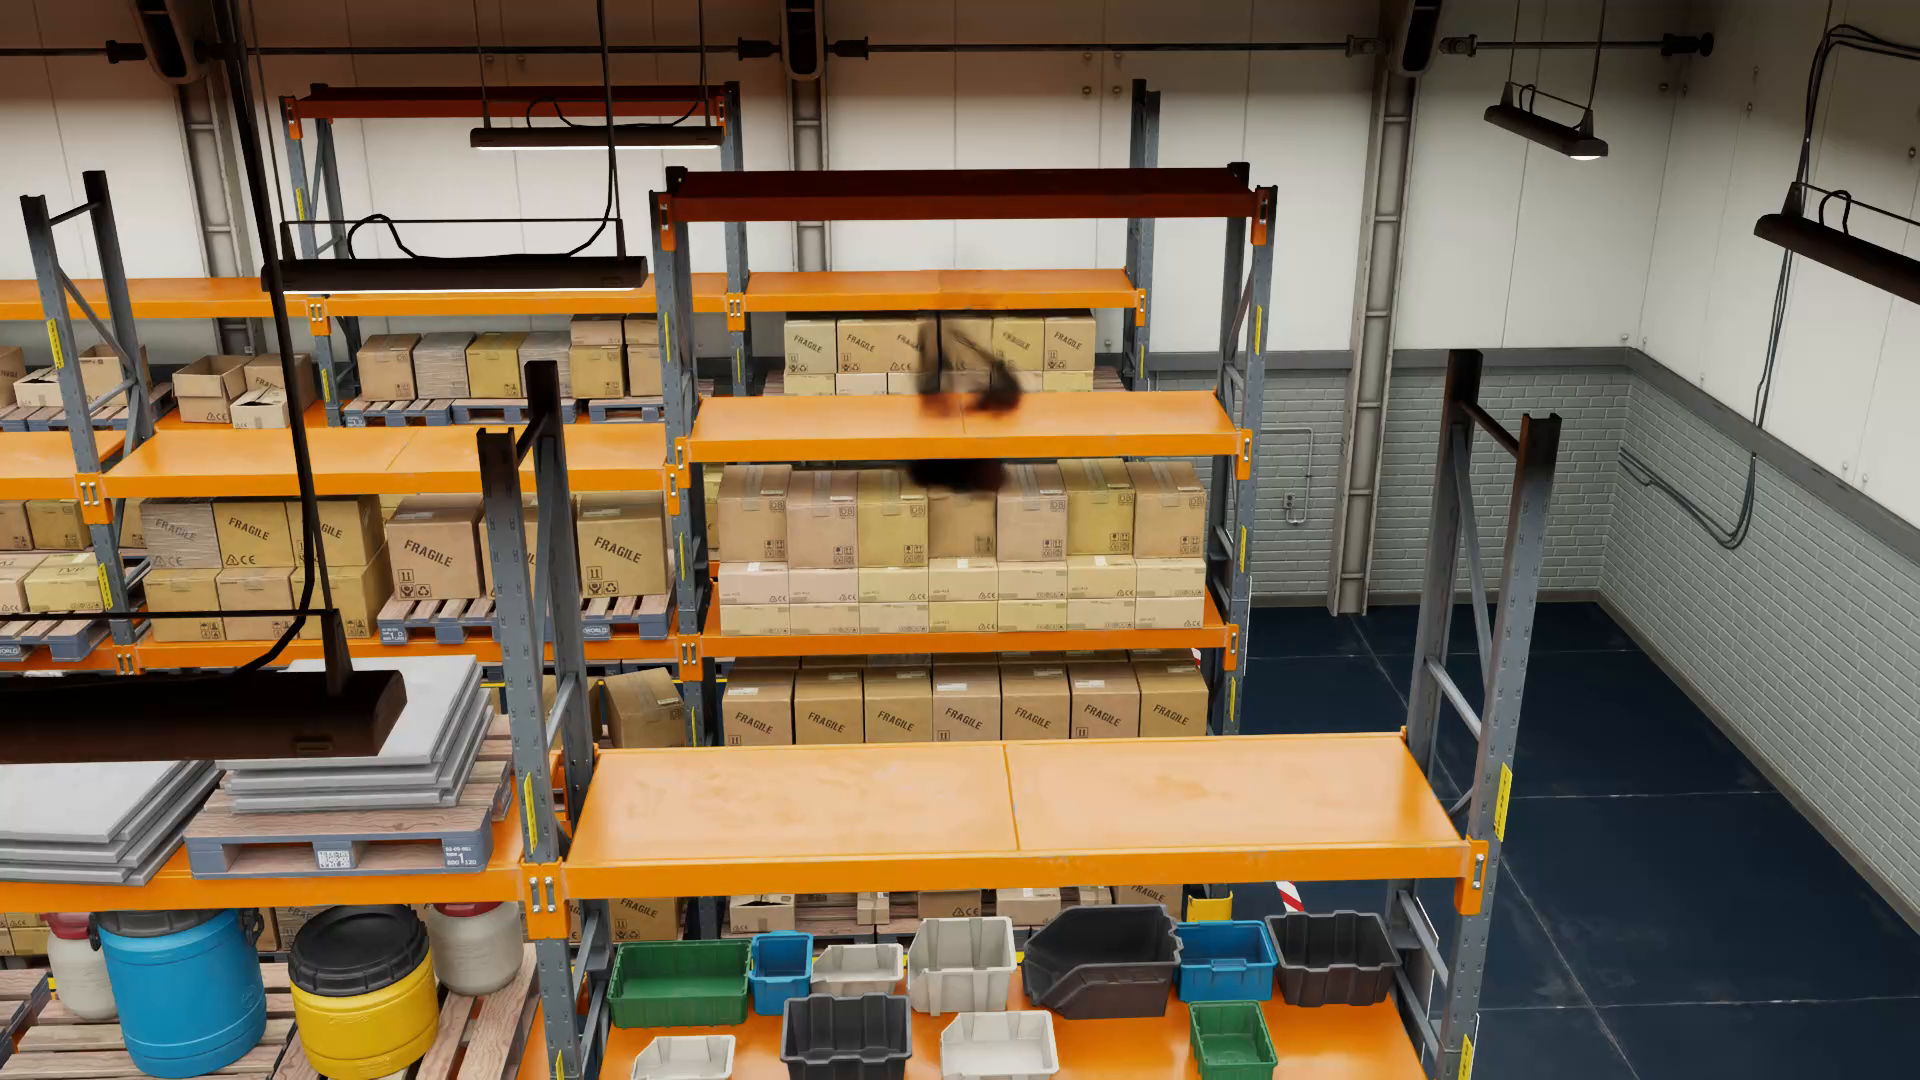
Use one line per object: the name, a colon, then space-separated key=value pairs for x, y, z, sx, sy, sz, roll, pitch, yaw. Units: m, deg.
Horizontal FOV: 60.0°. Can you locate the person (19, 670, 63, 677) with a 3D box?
person: x=-8.165 y=1.603 z=14.901 sx=0.579 sy=1.736 sz=0.664 roll=-4 pitch=23 yaw=-10
